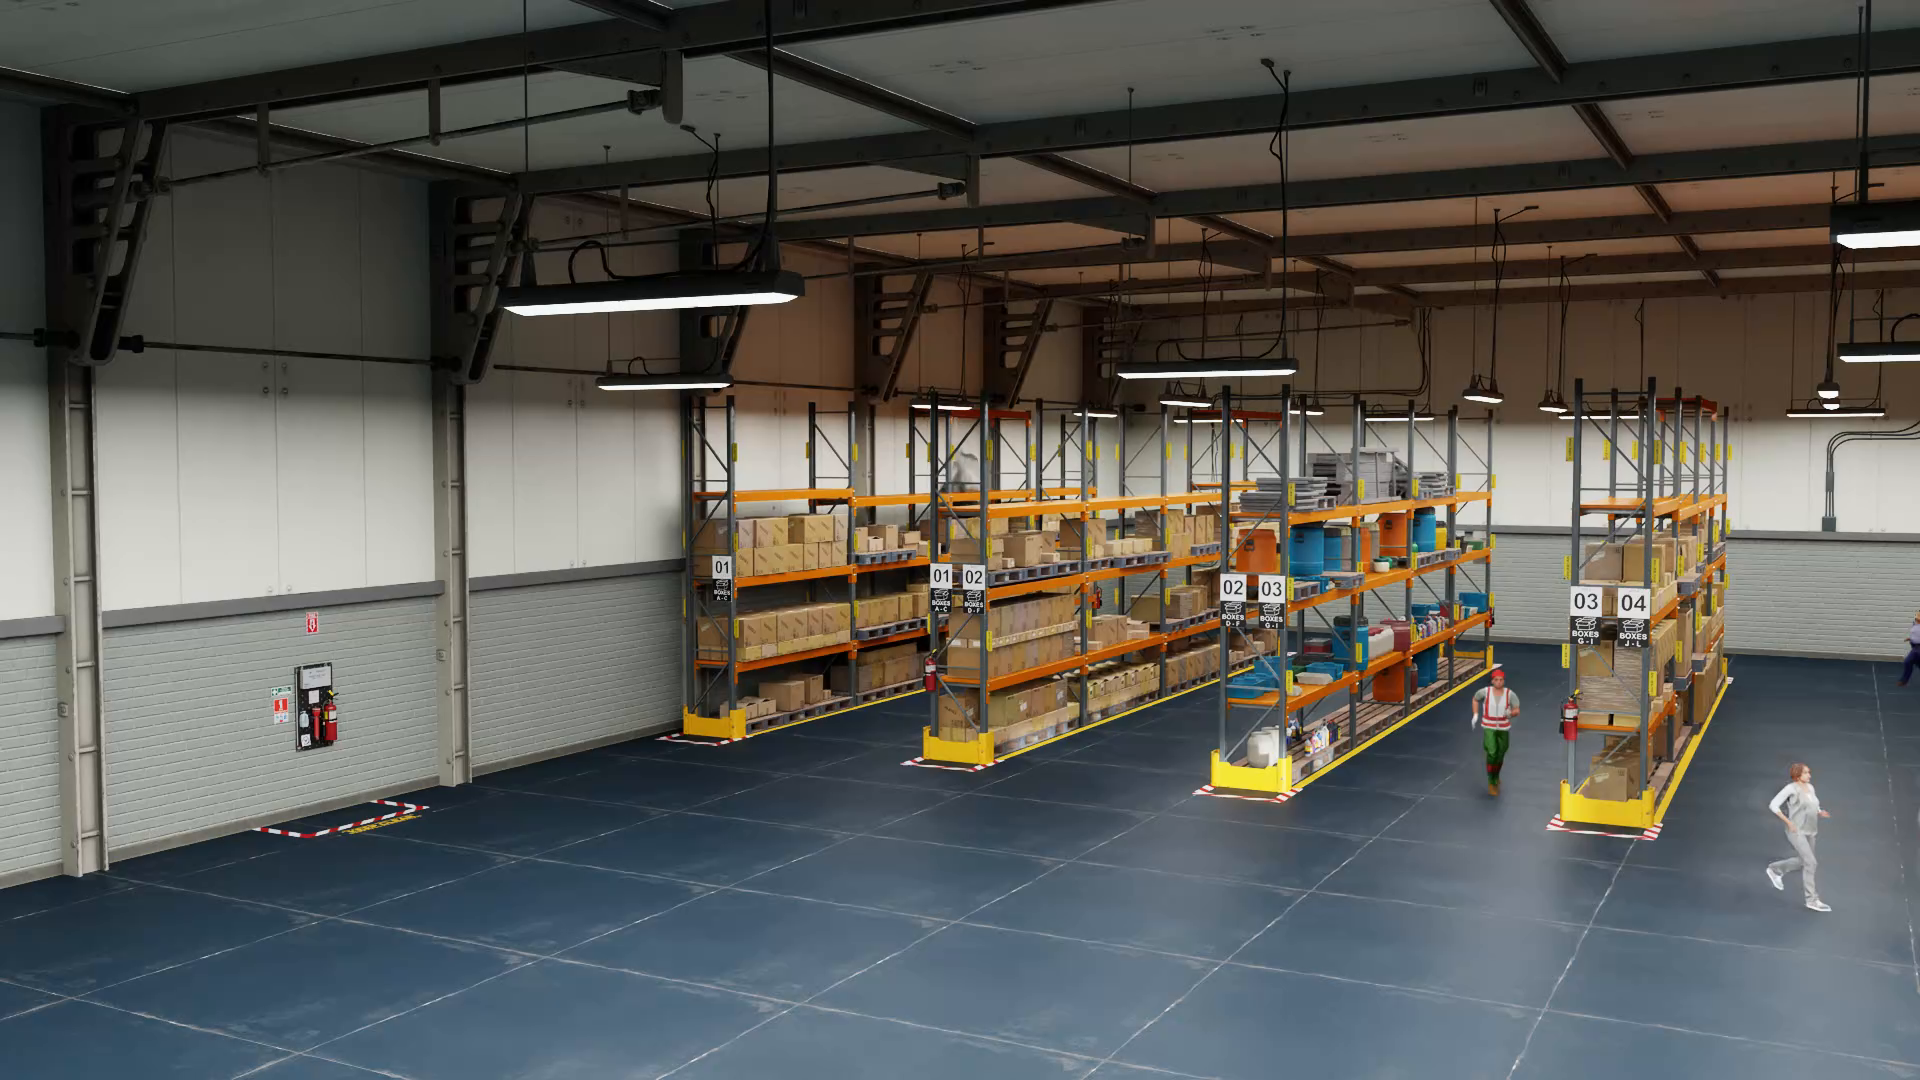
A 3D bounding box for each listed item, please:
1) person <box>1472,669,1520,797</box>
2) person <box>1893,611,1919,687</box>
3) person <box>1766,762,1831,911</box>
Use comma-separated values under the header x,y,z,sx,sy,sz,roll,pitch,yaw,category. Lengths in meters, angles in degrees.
x,y,z,sx,sy,sz,roll,pitch,yaw,category
7.884,2.815,24.456,0.643,1.843,0.877,0,3,7,person
20.420,2.333,35.436,0.866,1.648,0.697,1,3,12,person
9.254,3.237,18.363,0.546,1.572,0.841,-2,3,-27,person
